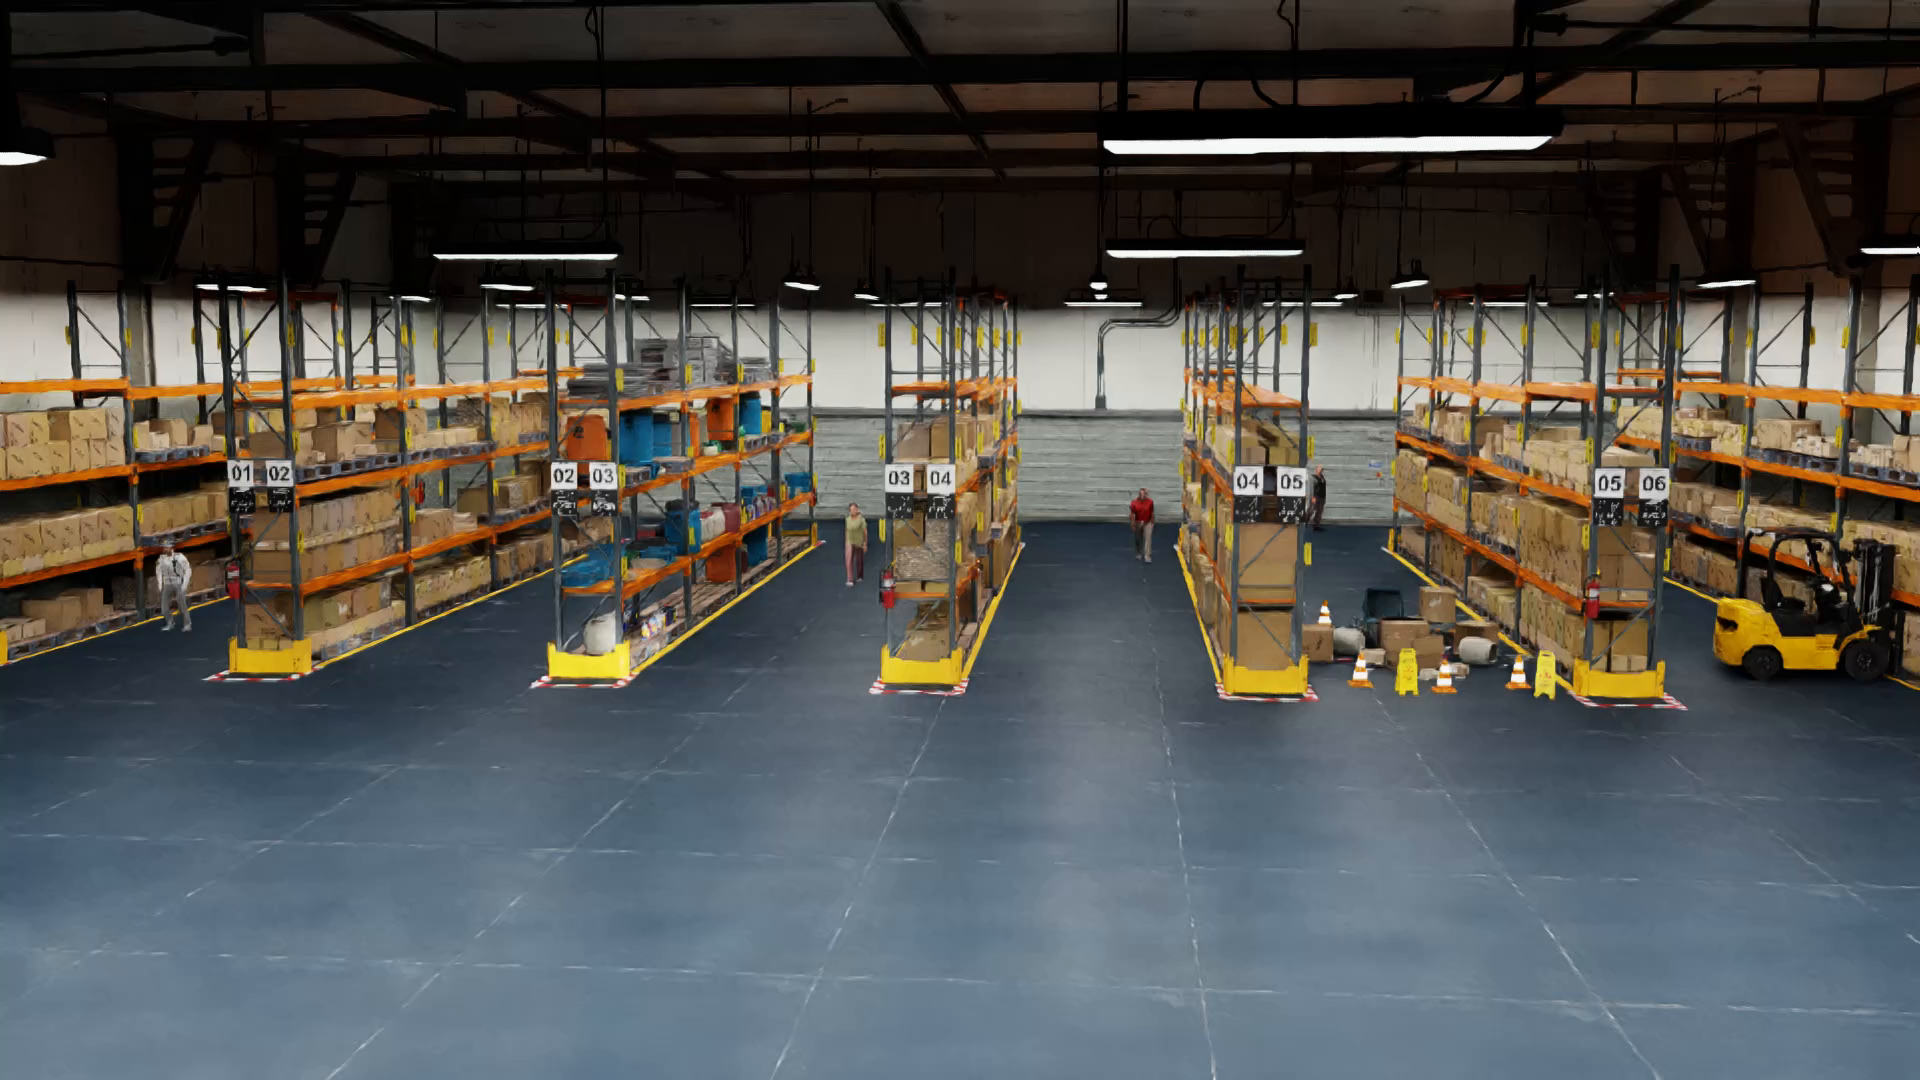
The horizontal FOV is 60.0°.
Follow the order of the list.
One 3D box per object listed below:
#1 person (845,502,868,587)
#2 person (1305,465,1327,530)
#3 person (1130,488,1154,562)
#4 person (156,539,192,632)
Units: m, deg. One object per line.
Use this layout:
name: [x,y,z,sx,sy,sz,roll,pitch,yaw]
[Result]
person: [-1.988,0.064,31.802,0.456,1.595,1.020,0,7,4]
person: [9.188,-1.101,43.295,0.728,1.714,0.512,-5,9,-37]
person: [4.087,-0.363,37.340,0.542,1.645,1.126,1,7,8]
person: [-13.399,0.763,28.353,0.639,1.632,0.512,0,7,3]
